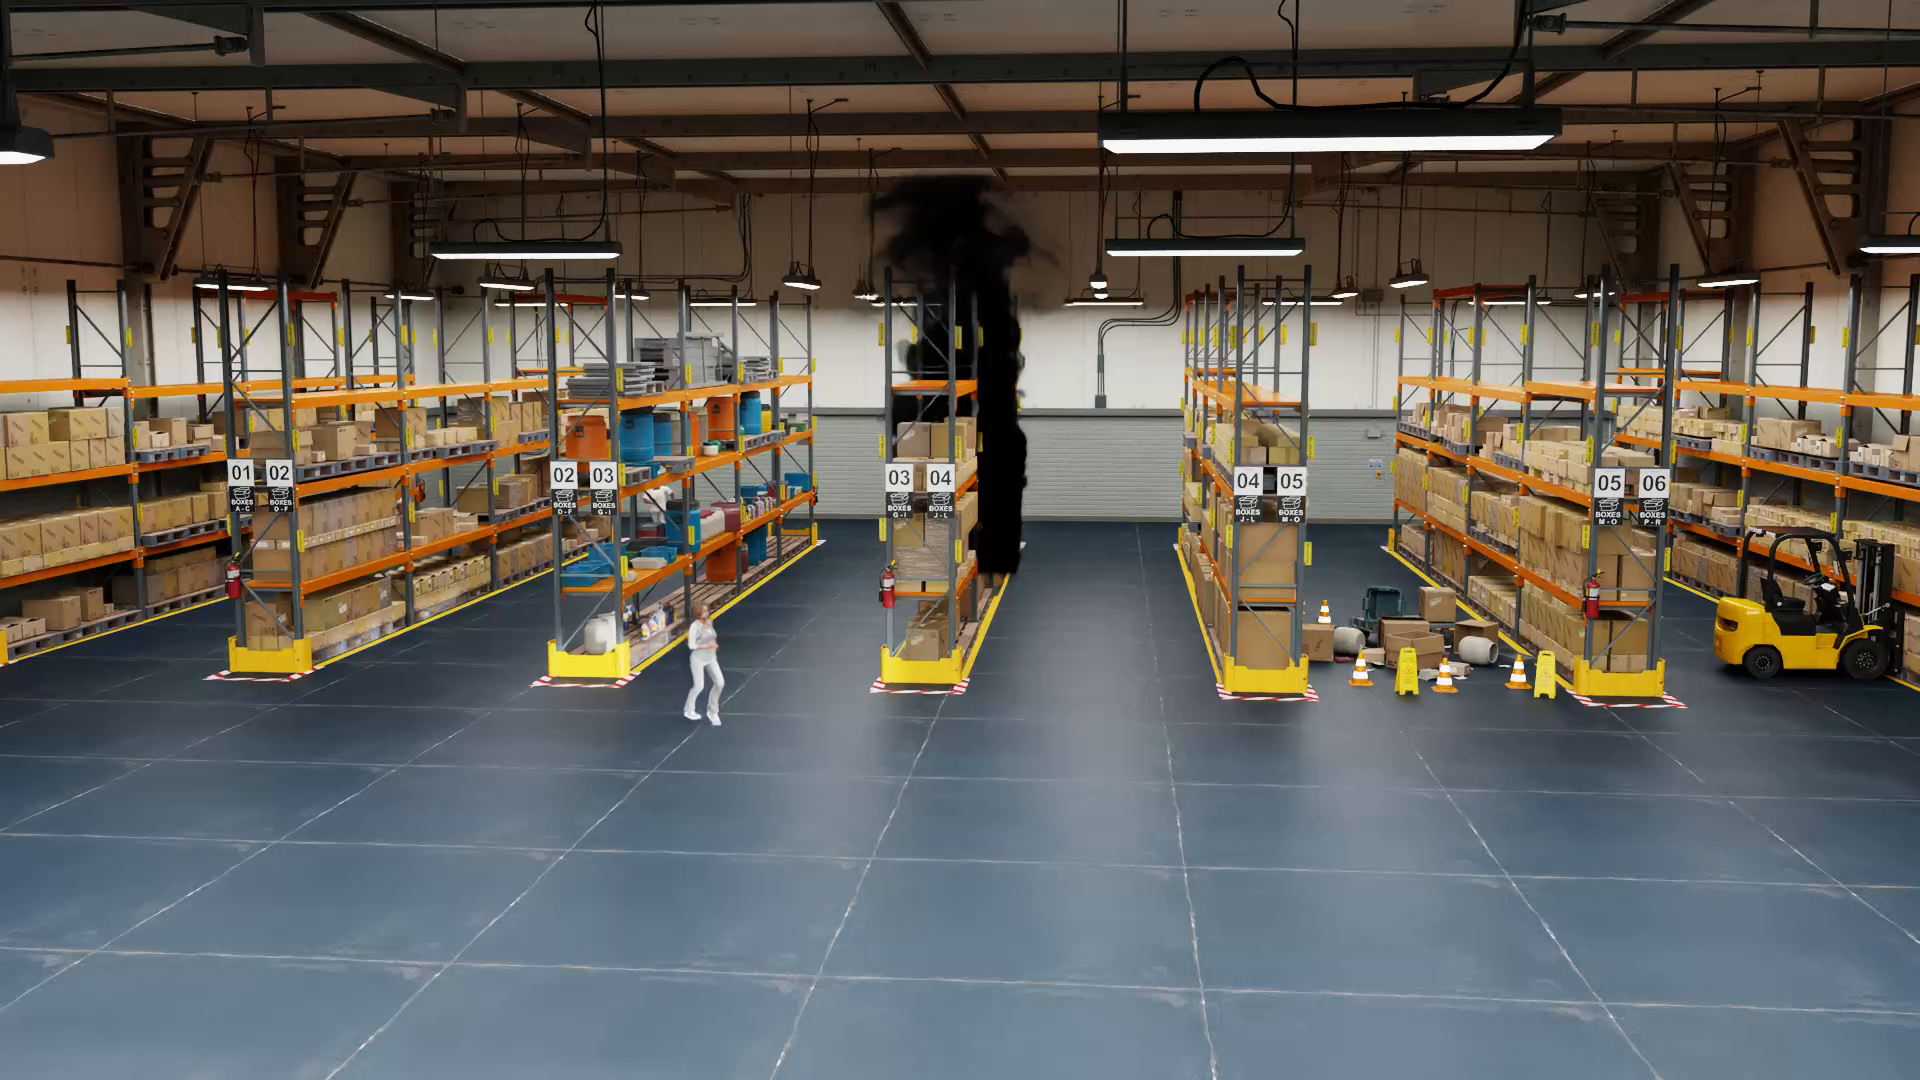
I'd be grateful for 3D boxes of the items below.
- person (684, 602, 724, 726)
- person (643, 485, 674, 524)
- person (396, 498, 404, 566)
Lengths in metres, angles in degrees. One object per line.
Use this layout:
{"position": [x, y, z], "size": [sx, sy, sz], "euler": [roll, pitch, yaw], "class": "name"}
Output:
{"position": [-3.320, 1.612, 21.503], "size": [0.702, 1.634, 0.513], "euler": [6, 9, 39], "class": "person"}
{"position": [-7.234, -0.679, 39.819], "size": [0.699, 1.780, 0.647], "euler": [0, 7, 3], "class": "person"}
{"position": [-11.206, 0.047, 33.501], "size": [0.658, 1.789, 0.955], "euler": [0, 7, 4], "class": "person"}
